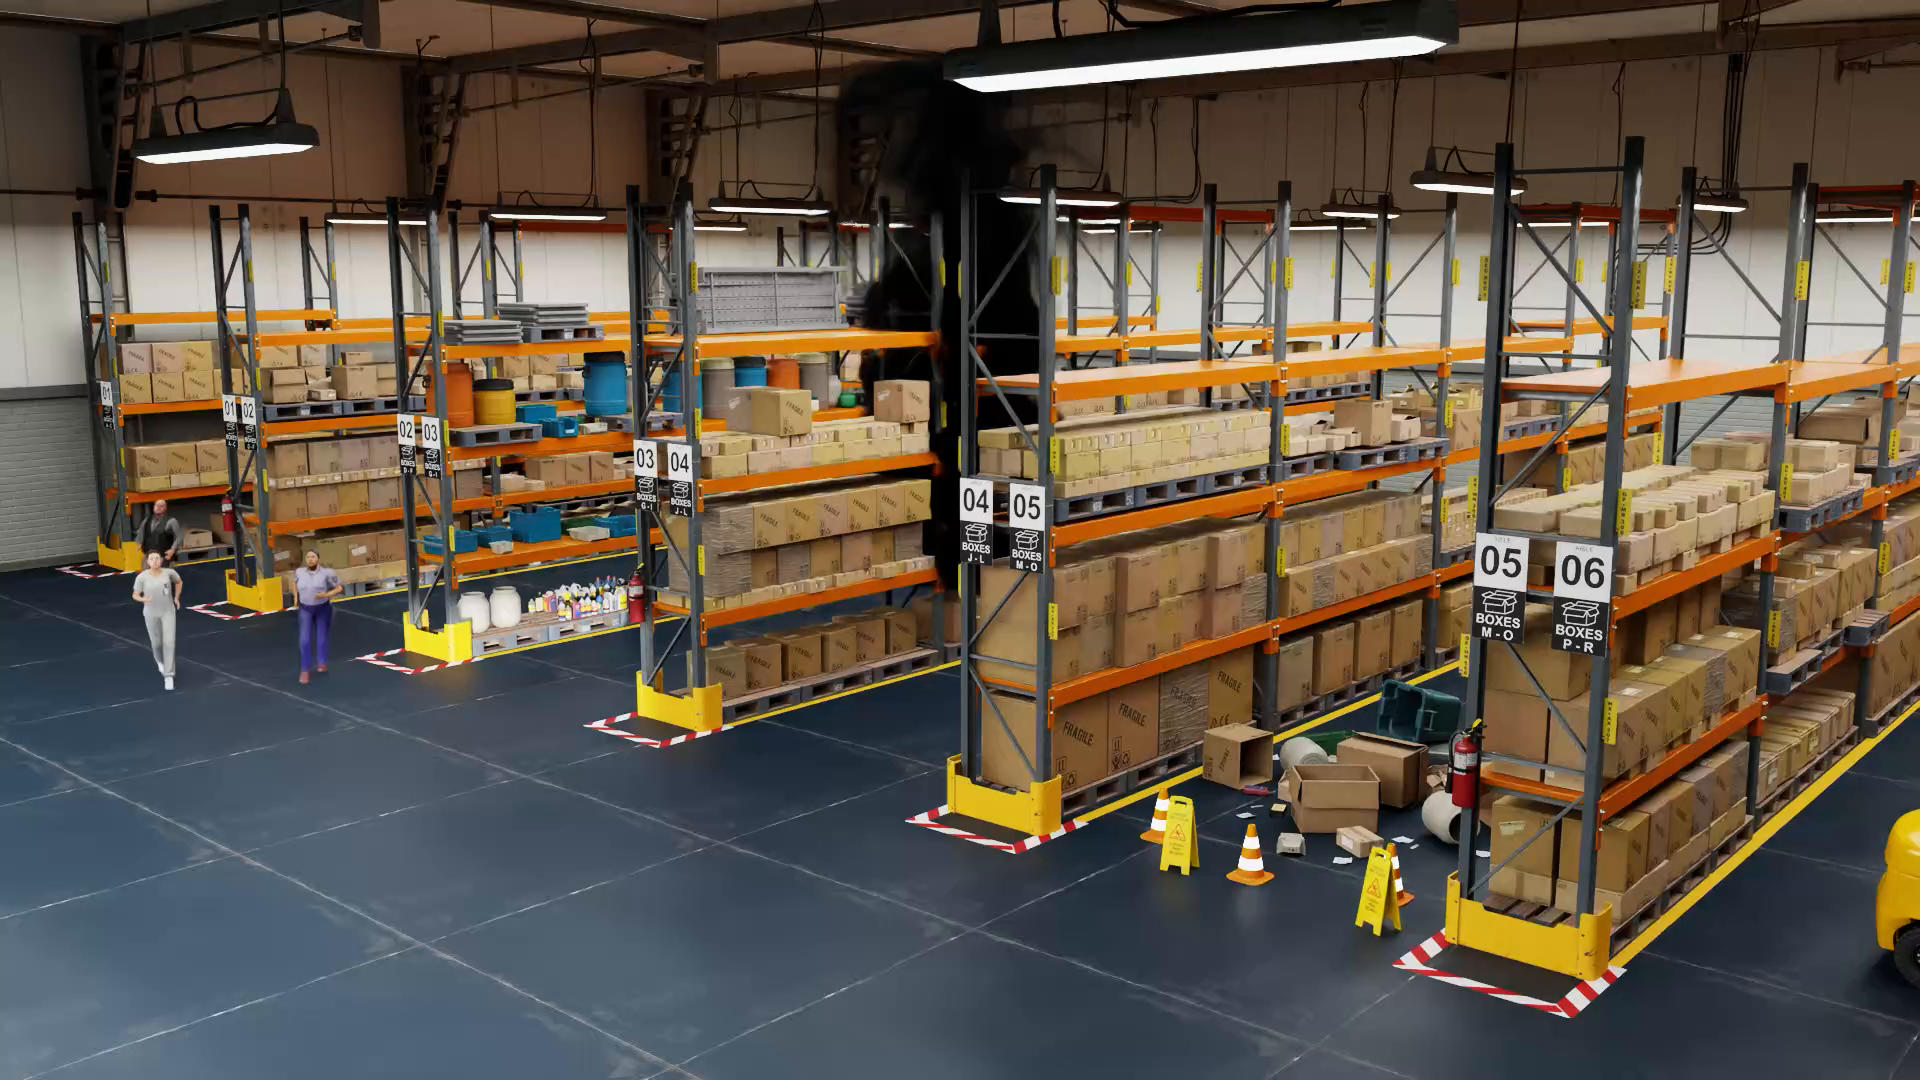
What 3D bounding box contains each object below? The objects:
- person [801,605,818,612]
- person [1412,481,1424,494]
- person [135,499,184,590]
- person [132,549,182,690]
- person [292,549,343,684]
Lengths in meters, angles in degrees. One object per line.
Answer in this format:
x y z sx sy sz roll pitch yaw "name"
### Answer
-2.115 0.166 23.437 0.667 1.680 0.598 5 11 28 "person"
7.071 -0.005 25.856 0.688 1.834 0.841 6 11 34 "person"
-11.993 0.224 24.934 0.717 1.676 0.536 1 9 4 "person"
-9.881 0.939 20.529 0.566 1.684 0.956 -5 11 -25 "person"
-8.025 0.939 20.796 0.622 1.704 0.656 -2 10 -11 "person"
